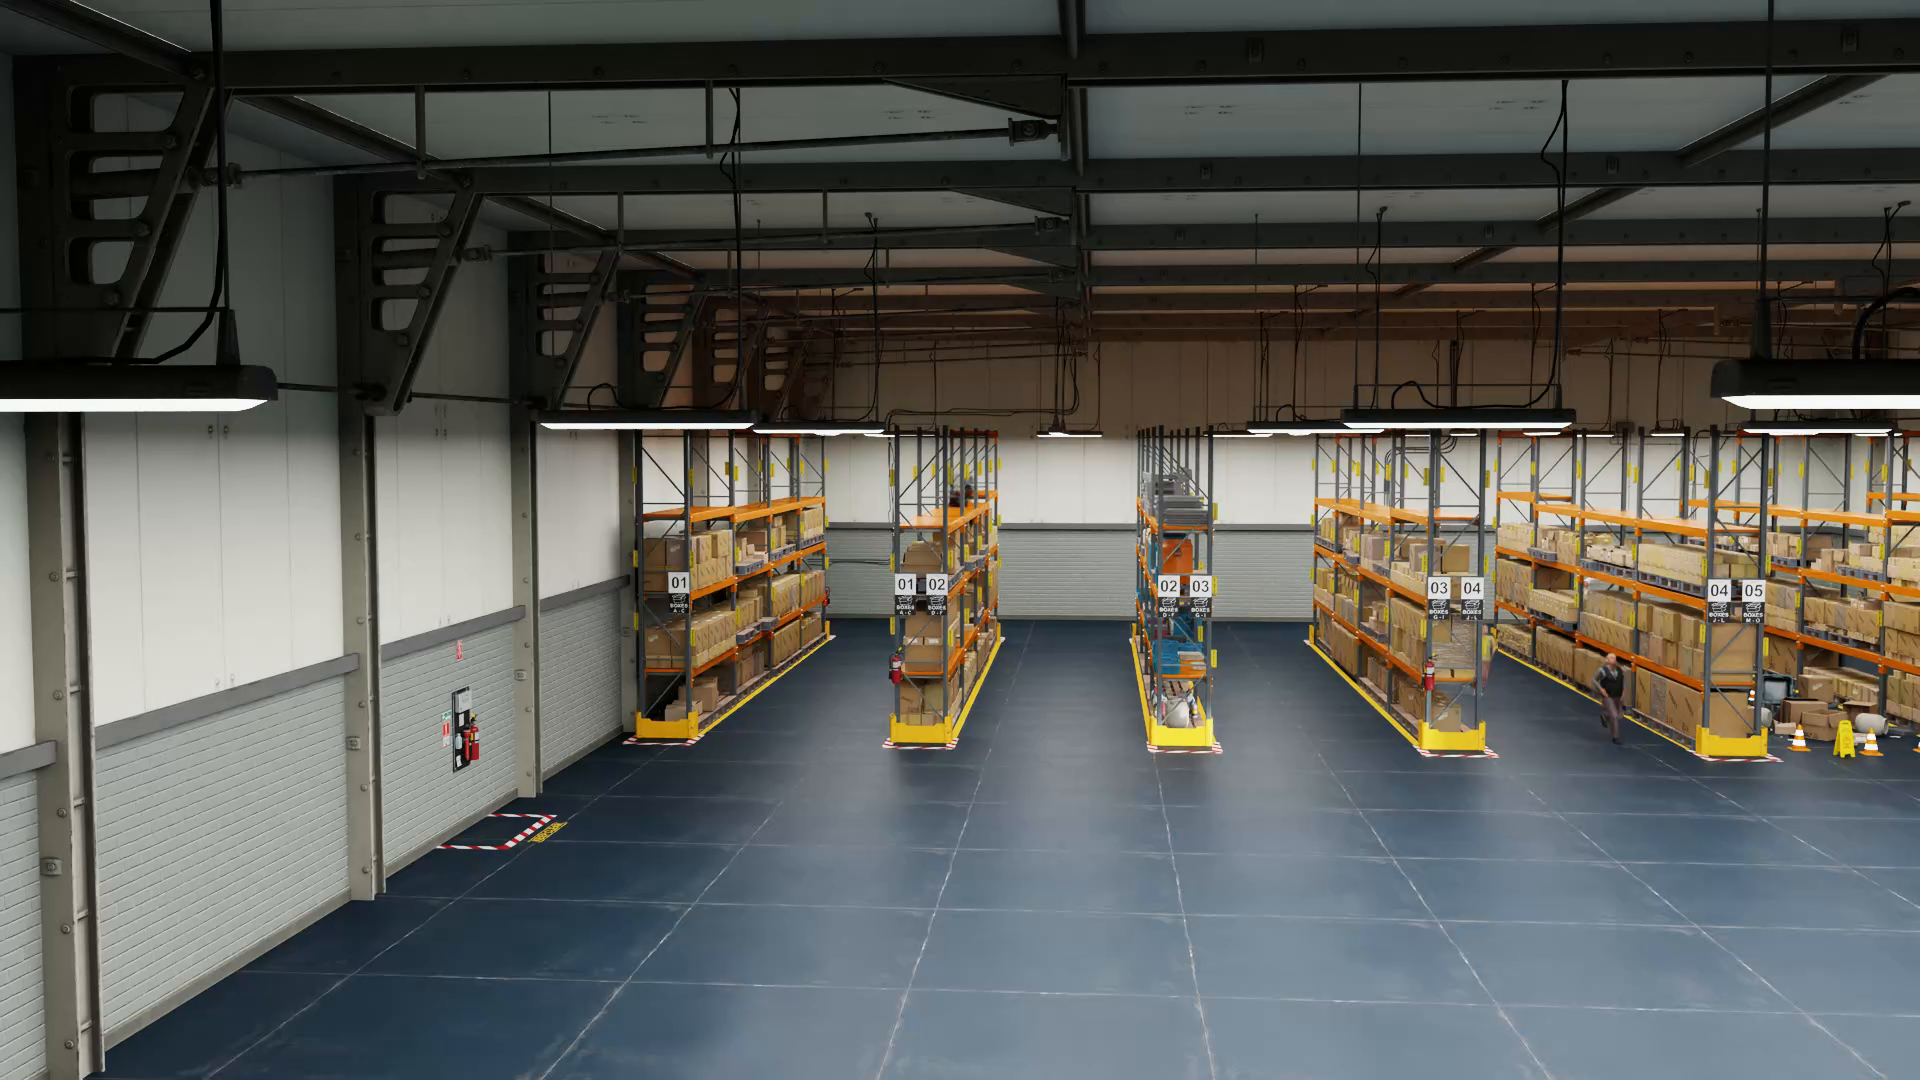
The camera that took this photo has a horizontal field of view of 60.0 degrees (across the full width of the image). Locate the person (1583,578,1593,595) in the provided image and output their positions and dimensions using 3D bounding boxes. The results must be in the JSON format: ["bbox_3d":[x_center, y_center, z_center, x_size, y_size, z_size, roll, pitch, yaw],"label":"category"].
[{"bbox_3d":[18.023,1.974,47.891,0.780,1.748,0.663,-1,4,-15],"label":"person"}]

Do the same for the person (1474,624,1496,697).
[{"bbox_3d":[11.611,2.673,36.878,0.581,1.647,0.623,0,3,-2],"label":"person"}]

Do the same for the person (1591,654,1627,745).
[{"bbox_3d":[12.375,3.001,31.646,0.656,1.698,0.874,-1,3,-11],"label":"person"}]
